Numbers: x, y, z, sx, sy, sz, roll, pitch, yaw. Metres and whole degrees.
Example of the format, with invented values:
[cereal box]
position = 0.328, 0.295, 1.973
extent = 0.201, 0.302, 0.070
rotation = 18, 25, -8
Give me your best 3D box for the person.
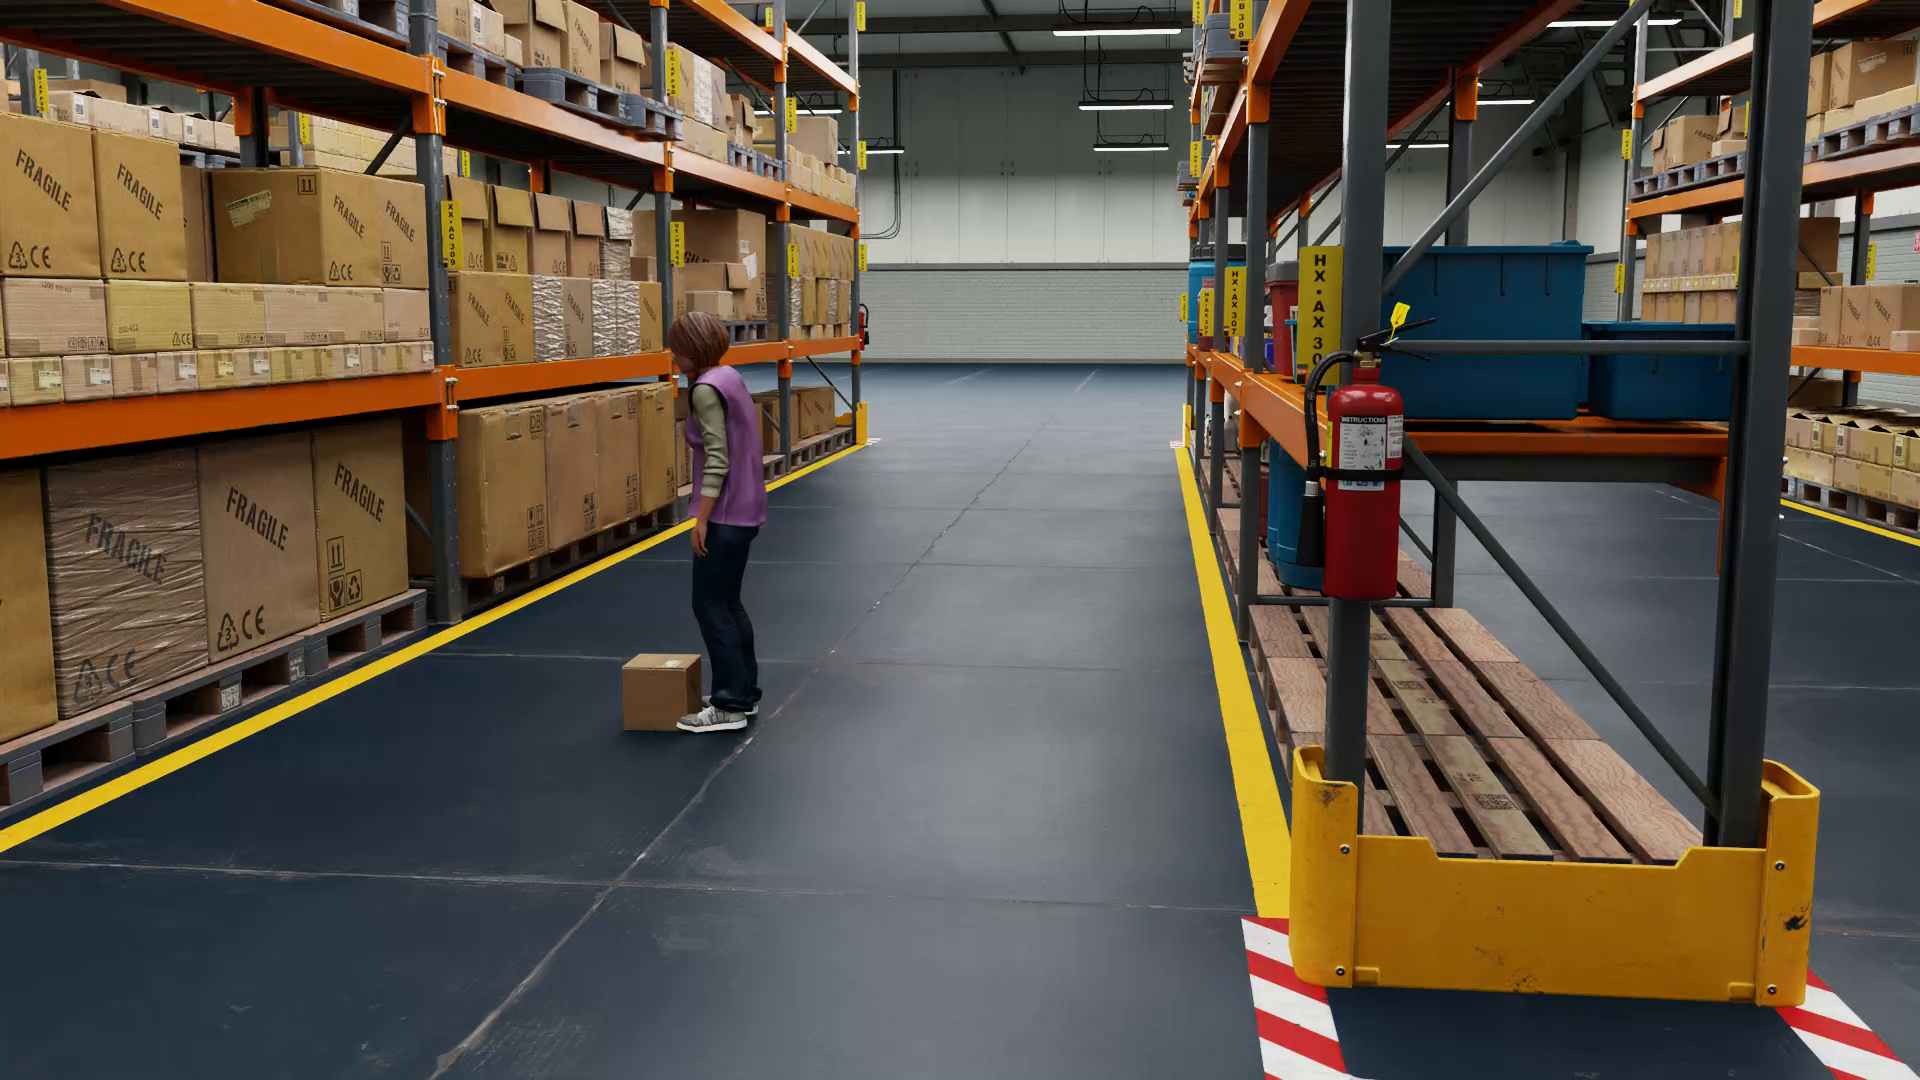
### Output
[person]
position = -0.918, -0.070, 6.362
extent = 0.350, 1.591, 0.469
rotation = 1, 8, 6
